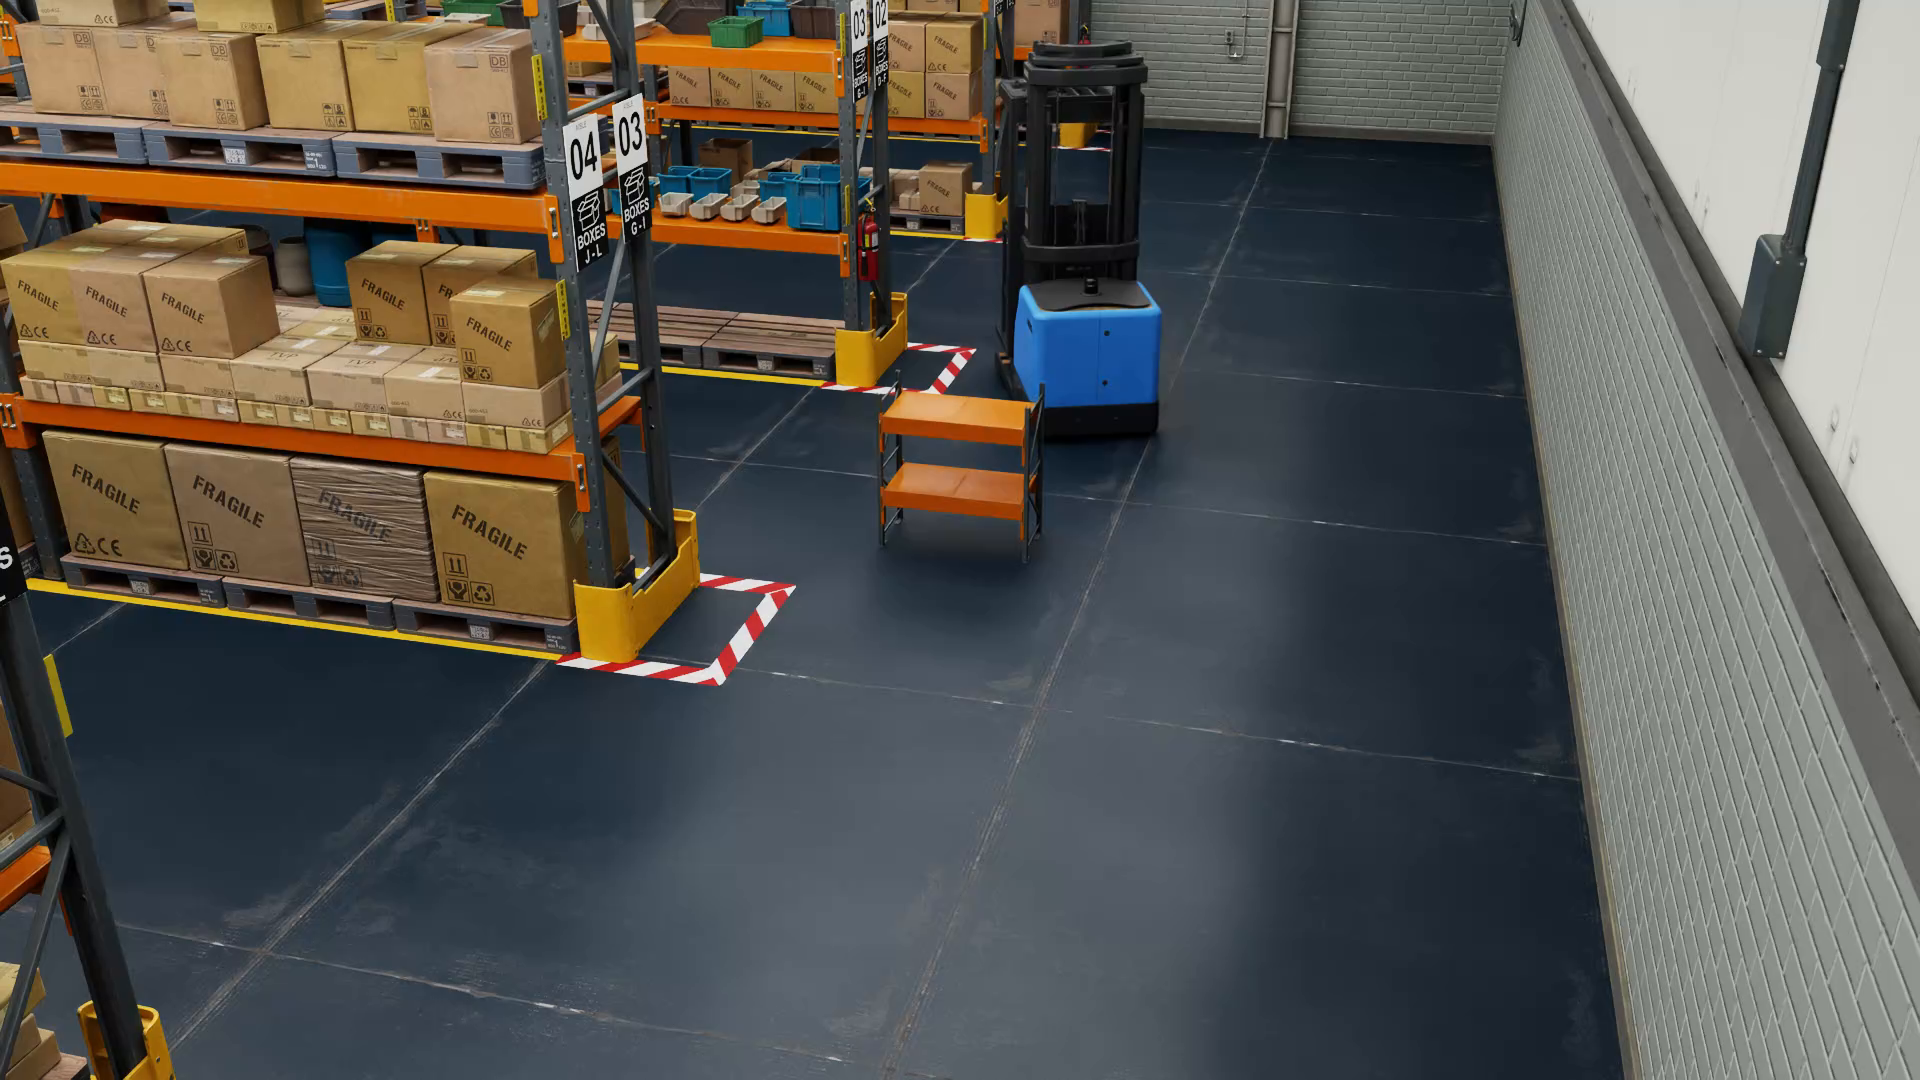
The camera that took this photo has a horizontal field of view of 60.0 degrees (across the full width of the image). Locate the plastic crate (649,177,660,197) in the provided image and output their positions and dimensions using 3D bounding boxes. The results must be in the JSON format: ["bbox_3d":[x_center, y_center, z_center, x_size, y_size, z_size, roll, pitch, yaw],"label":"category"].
[{"bbox_3d":[-2.920,-3.202,15.104,0.466,0.136,0.293,6,26,13],"label":"plastic crate"}]

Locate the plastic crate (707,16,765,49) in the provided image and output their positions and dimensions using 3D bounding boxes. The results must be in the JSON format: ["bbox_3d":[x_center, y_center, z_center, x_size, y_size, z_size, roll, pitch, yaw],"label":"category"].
[{"bbox_3d":[-1.833,-4.172,13.662,0.336,0.188,0.450,6,26,13],"label":"plastic crate"}]

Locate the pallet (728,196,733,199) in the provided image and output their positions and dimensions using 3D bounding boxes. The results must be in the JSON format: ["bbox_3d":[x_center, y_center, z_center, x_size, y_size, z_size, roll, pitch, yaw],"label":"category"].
[{"bbox_3d":[-2.779,-4.084,19.964,1.213,0.211,1.003,6,26,13],"label":"pallet"}]

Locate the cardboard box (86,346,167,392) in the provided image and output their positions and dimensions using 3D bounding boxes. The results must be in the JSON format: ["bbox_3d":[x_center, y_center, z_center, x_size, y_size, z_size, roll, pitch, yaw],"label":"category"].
[{"bbox_3d":[-5.044,-1.145,10.375,0.500,0.250,0.500,6,26,13],"label":"cardboard box"}]

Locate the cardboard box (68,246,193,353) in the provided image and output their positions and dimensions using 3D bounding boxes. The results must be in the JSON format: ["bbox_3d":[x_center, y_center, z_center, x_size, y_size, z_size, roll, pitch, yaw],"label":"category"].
[{"bbox_3d":[-5.039,-1.484,10.216,0.500,0.500,0.500,6,26,13],"label":"cardboard box"}]

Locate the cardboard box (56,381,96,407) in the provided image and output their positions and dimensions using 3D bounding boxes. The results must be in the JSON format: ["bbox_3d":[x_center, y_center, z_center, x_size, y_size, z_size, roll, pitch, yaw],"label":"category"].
[{"bbox_3d":[-5.457,-0.981,10.496,0.250,0.149,0.380,5,26,11],"label":"cardboard box"}]

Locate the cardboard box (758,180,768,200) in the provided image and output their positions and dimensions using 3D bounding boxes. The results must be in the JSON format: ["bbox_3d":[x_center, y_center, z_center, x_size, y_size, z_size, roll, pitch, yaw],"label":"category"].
[{"bbox_3d":[-2.251,-4.113,19.565,0.250,0.166,0.380,6,26,13],"label":"cardboard box"}]

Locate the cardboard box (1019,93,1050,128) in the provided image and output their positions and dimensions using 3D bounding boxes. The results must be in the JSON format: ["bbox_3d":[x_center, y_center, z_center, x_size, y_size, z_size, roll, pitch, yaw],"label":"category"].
[{"bbox_3d":[0.958,-6.145,23.470,0.500,0.500,0.700,6,26,13],"label":"cardboard box"}]

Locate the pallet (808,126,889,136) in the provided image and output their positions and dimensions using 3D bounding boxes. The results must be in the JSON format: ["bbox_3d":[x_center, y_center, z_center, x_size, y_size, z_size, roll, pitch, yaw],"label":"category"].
[{"bbox_3d":[-1.497,-6.106,24.212,1.213,0.211,1.003,6,26,13],"label":"pallet"}]

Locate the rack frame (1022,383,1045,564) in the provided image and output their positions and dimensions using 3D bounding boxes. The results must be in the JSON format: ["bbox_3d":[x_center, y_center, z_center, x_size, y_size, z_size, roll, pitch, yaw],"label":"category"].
[{"bbox_3d":[0.499,-0.453,11.274,0.032,1.125,0.500,6,26,13],"label":"rack frame"}]

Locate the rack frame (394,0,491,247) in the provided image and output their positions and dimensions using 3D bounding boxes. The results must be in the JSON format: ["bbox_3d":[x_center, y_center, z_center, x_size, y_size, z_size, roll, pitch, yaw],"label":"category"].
[{"bbox_3d":[-4.681,-3.355,15.189,0.127,3.000,1.000,6,26,13],"label":"rack frame"}]

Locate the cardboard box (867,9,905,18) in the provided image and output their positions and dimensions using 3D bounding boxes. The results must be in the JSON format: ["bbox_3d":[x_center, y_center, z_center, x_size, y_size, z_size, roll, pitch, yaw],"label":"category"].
[{"bbox_3d":[-0.925,-5.751,18.942,0.500,0.500,0.500,7,26,14],"label":"cardboard box"}]

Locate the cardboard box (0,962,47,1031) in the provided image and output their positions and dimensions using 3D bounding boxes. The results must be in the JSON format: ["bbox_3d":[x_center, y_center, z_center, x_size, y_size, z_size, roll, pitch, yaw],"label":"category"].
[{"bbox_3d":[-3.797,1.821,6.454,0.250,0.149,0.380,5,26,11],"label":"cardboard box"}]

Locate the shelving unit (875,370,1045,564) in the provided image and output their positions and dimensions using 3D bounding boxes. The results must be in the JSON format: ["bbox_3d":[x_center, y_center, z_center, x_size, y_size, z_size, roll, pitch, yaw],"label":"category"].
[{"bbox_3d":[0.007,-0.507,11.388,1.048,1.125,0.538,6,26,13],"label":"shelving unit"}]

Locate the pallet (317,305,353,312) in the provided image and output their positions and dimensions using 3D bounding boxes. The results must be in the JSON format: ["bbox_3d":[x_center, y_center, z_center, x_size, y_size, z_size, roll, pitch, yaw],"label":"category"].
[{"bbox_3d":[-5.418,-2.196,15.998,1.213,0.211,1.003,6,26,13],"label":"pallet"}]

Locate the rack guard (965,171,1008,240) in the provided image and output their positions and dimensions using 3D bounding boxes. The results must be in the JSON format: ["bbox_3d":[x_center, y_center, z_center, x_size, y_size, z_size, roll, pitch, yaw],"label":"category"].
[{"bbox_3d":[0.357,-3.868,19.175,0.348,0.500,1.175,6,26,13],"label":"rack guard"}]

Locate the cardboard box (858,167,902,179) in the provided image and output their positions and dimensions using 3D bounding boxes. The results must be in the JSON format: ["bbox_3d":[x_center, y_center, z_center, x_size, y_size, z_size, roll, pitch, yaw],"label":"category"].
[{"bbox_3d":[-0.994,-4.229,19.712,0.500,0.250,0.500,6,26,13],"label":"cardboard box"}]

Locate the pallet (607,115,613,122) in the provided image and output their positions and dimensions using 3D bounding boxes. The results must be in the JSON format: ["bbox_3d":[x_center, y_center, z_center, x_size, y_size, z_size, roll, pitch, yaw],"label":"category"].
[{"bbox_3d":[-5.343,-6.533,25.108,1.213,0.211,1.003,6,26,13],"label":"pallet"}]

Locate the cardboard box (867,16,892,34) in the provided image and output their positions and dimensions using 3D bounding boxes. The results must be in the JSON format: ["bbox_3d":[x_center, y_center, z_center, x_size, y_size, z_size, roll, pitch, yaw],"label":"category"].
[{"bbox_3d":[-1.062,-5.525,18.469,0.500,0.500,0.500,7,26,14],"label":"cardboard box"}]

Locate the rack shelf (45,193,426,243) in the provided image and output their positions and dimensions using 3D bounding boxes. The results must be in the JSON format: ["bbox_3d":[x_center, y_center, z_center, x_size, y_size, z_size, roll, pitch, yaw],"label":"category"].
[{"bbox_3d":[-6.618,-3.244,15.793,4.000,0.370,1.077,6,26,13],"label":"rack shelf"}]

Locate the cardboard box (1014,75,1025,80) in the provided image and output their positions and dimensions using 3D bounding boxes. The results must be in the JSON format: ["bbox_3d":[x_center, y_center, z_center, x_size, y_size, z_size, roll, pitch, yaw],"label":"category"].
[{"bbox_3d":[0.788,-6.376,23.200,0.250,0.149,0.380,6,26,12],"label":"cardboard box"}]

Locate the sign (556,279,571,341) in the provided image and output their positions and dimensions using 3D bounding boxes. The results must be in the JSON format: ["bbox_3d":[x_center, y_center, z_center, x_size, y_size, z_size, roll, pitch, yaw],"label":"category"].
[{"bbox_3d":[-2.189,-1.270,9.187,0.005,0.325,0.100,6,26,13],"label":"sign"}]

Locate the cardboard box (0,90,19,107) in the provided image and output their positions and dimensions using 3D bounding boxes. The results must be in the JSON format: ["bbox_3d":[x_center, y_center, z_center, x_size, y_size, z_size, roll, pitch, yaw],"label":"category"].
[{"bbox_3d":[-12.177,-5.577,21.694,0.500,0.500,0.500,6,26,13],"label":"cardboard box"}]

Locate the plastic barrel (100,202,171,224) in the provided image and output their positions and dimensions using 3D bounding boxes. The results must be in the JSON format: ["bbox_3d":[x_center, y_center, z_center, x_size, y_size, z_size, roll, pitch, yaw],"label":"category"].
[{"bbox_3d":[-8.077,-2.948,16.370,0.708,0.830,0.600,6,26,13],"label":"plastic barrel"}]

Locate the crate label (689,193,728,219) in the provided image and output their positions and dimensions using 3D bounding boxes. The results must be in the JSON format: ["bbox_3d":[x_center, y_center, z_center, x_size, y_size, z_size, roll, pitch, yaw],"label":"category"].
[{"bbox_3d":[-2.195,-2.903,14.477,0.243,0.136,0.396,6,26,13],"label":"crate label"}]

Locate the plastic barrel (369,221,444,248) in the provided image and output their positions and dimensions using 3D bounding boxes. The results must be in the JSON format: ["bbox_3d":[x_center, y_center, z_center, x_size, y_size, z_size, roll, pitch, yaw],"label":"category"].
[{"bbox_3d":[-5.204,-2.662,15.687,0.708,0.901,0.600,6,26,13],"label":"plastic barrel"}]

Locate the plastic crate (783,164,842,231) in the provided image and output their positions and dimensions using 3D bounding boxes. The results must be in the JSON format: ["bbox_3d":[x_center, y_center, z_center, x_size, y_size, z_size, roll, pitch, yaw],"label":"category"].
[{"bbox_3d":[-1.178,-2.928,14.181,0.499,0.435,0.616,6,26,13],"label":"plastic crate"}]

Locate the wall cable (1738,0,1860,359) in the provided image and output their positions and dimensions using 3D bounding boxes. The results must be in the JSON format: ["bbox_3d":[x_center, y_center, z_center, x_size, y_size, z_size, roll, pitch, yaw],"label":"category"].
[{"bbox_3d":[2.577,-2.986,3.692,0.120,5.999,2.277,6,26,13],"label":"wall cable"}]

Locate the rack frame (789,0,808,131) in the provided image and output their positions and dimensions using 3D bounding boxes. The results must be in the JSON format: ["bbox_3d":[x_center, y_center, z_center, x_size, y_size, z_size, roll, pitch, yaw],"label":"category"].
[{"bbox_3d":[-2.214,-7.479,23.852,0.127,3.000,1.000,6,26,13],"label":"rack frame"}]

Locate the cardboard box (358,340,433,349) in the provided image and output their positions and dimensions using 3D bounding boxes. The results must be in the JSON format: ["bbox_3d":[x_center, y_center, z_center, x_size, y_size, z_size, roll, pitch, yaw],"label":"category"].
[{"bbox_3d":[-3.429,-1.203,10.498,0.500,0.250,0.500,5,26,11],"label":"cardboard box"}]

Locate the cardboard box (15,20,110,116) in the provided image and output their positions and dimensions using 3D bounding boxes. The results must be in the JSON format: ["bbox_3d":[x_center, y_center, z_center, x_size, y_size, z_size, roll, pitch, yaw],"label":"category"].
[{"bbox_3d":[-5.142,-2.868,9.956,0.500,0.500,0.700,5,26,10],"label":"cardboard box"}]

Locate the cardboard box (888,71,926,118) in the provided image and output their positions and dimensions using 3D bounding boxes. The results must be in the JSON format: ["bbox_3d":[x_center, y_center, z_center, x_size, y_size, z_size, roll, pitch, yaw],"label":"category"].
[{"bbox_3d":[-0.575,-5.022,18.575,0.500,0.500,0.500,7,26,13],"label":"cardboard box"}]

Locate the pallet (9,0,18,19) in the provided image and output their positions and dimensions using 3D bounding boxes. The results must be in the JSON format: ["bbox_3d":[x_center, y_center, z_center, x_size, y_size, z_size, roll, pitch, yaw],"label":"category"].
[{"bbox_3d":[-7.838,-4.930,15.227,1.213,0.211,1.003,6,26,13],"label":"pallet"}]

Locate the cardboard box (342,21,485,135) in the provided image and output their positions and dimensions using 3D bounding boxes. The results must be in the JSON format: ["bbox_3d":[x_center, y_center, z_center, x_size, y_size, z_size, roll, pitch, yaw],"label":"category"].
[{"bbox_3d":[-3.072,-2.643,9.482,0.500,0.500,0.700,5,26,11],"label":"cardboard box"}]

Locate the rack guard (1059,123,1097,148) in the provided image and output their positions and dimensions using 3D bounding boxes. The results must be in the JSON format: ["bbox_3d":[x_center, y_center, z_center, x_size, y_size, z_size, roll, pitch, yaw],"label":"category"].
[{"bbox_3d":[1.684,-5.920,23.485,0.348,0.500,1.175,6,26,13],"label":"rack guard"}]

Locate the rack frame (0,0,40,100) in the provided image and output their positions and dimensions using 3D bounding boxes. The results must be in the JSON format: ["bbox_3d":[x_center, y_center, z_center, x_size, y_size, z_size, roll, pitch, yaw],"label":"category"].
[{"bbox_3d":[-5.915,-4.002,9.568,0.127,3.000,1.000,6,26,13],"label":"rack frame"}]

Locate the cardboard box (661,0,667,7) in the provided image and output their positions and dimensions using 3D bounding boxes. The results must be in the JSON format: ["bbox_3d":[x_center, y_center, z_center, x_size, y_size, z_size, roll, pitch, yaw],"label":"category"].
[{"bbox_3d":[-4.189,-7.771,23.980,0.500,0.500,0.500,7,26,14],"label":"cardboard box"}]

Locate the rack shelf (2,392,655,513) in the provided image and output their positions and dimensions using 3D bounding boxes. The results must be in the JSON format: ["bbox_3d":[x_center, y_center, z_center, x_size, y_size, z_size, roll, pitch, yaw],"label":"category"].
[{"bbox_3d":[-3.978,-0.754,10.563,4.000,0.370,1.077,6,26,13],"label":"rack shelf"}]

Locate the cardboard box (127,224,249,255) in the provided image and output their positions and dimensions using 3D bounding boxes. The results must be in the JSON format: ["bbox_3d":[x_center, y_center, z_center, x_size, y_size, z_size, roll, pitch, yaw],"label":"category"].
[{"bbox_3d":[-4.919,-1.705,10.679,0.500,0.500,0.500,7,26,14],"label":"cardboard box"}]

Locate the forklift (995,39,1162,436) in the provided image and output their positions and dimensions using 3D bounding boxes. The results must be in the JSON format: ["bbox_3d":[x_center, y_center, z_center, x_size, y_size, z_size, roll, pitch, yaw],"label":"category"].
[{"bbox_3d":[0.910,-2.749,13.996,1.130,2.935,3.031,-3,26,-6],"label":"forklift"}]

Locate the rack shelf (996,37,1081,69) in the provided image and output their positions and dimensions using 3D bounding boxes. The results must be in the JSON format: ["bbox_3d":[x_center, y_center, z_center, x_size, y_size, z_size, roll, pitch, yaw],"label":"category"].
[{"bbox_3d":[-0.277,-6.940,23.557,4.000,0.370,1.077,6,26,13],"label":"rack shelf"}]

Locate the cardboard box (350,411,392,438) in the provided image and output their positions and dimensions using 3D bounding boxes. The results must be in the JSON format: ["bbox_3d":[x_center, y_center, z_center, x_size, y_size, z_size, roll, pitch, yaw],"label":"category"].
[{"bbox_3d":[-3.457,-0.761,10.033,0.250,0.149,0.380,6,26,12],"label":"cardboard box"}]

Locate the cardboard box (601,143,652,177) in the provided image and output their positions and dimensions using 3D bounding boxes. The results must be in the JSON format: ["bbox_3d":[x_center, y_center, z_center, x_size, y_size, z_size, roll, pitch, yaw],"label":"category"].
[{"bbox_3d":[-3.993,-4.420,19.823,0.500,0.500,0.500,6,26,13],"label":"cardboard box"}]

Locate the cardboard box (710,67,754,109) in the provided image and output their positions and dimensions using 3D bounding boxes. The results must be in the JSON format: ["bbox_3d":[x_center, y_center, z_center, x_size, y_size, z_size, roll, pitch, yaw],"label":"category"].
[{"bbox_3d":[-2.521,-5.240,19.033,0.500,0.500,0.500,7,26,14],"label":"cardboard box"}]

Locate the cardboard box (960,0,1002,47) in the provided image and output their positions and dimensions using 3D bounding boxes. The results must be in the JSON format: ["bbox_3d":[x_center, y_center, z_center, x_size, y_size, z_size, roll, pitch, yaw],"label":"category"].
[{"bbox_3d":[0.457,-7.310,23.148,0.700,0.700,0.980,6,26,13],"label":"cardboard box"}]

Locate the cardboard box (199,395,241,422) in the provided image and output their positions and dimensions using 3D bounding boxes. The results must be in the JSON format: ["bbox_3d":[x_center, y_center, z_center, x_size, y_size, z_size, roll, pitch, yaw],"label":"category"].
[{"bbox_3d":[-4.455,-0.871,10.264,0.250,0.149,0.380,7,26,14],"label":"cardboard box"}]

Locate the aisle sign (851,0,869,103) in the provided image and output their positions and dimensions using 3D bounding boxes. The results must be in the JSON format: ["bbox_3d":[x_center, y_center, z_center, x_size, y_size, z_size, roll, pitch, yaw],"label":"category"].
[{"bbox_3d":[-0.810,-3.971,13.458,0.004,0.787,0.394,6,26,13],"label":"aisle sign"}]

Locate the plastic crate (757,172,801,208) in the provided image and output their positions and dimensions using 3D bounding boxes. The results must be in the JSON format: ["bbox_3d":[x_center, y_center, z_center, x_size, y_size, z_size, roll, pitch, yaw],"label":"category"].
[{"bbox_3d":[-1.602,-3.112,14.804,0.300,0.233,0.416,6,26,13],"label":"plastic crate"}]

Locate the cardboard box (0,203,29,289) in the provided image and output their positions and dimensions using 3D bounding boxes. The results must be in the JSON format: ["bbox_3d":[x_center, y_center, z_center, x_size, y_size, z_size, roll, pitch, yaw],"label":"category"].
[{"bbox_3d":[-6.535,-1.856,10.757,0.637,0.503,0.797,6,26,12],"label":"cardboard box"}]

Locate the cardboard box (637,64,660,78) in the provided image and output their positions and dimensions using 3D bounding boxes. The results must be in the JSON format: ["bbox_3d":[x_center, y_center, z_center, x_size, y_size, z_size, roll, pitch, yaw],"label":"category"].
[{"bbox_3d":[-3.847,-5.795,19.710,0.500,0.500,0.700,-2,26,-5],"label":"cardboard box"}]

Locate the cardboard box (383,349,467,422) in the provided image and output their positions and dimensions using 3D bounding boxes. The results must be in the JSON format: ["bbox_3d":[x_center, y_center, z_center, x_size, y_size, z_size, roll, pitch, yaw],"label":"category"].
[{"bbox_3d":[-3.067,-0.927,9.918,0.500,0.250,0.500,6,26,12],"label":"cardboard box"}]

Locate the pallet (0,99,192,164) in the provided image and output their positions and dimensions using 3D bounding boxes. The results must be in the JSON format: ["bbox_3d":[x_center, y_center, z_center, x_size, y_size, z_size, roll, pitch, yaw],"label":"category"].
[{"bbox_3d":[-5.125,-2.515,10.039,1.213,0.211,1.003,6,26,13],"label":"pallet"}]

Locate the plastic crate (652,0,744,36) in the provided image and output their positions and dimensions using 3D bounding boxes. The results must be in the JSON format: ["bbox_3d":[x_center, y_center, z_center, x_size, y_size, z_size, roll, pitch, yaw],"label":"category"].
[{"bbox_3d":[-2.218,-4.531,14.242,0.767,0.338,0.504,6,26,13],"label":"plastic crate"}]

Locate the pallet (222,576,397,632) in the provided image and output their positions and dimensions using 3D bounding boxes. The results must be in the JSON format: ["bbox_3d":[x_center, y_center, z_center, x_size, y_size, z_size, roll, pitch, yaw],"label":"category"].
[{"bbox_3d":[-4.012,0.210,10.945,1.213,0.211,1.003,6,26,13],"label":"pallet"}]

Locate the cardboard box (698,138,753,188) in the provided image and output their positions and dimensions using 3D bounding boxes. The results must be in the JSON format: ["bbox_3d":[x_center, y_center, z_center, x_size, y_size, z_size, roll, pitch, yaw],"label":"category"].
[{"bbox_3d":[-2.821,-4.544,20.082,0.500,0.500,0.500,6,26,13],"label":"cardboard box"}]

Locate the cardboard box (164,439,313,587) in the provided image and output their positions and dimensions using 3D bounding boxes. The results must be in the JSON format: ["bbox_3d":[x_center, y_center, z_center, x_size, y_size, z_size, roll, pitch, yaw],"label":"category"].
[{"bbox_3d":[-4.424,-0.323,10.804,0.875,0.875,0.875,6,26,13],"label":"cardboard box"}]

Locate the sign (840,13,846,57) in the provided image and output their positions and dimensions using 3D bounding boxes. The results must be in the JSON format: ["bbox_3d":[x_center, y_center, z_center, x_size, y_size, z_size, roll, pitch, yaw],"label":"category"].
[{"bbox_3d":[-0.928,-4.003,13.183,0.005,0.325,0.100,6,26,13],"label":"sign"}]

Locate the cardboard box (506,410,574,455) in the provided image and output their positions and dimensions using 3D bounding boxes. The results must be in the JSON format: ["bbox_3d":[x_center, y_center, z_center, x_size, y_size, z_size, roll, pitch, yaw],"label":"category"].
[{"bbox_3d":[-2.467,-0.652,9.805,0.250,0.149,0.380,7,26,14],"label":"cardboard box"}]

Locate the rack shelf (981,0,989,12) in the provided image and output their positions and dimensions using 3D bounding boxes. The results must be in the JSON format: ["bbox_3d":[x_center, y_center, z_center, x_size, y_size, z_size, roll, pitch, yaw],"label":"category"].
[{"bbox_3d":[-1.507,-6.232,18.580,4.000,0.370,1.077,6,26,13],"label":"rack shelf"}]
